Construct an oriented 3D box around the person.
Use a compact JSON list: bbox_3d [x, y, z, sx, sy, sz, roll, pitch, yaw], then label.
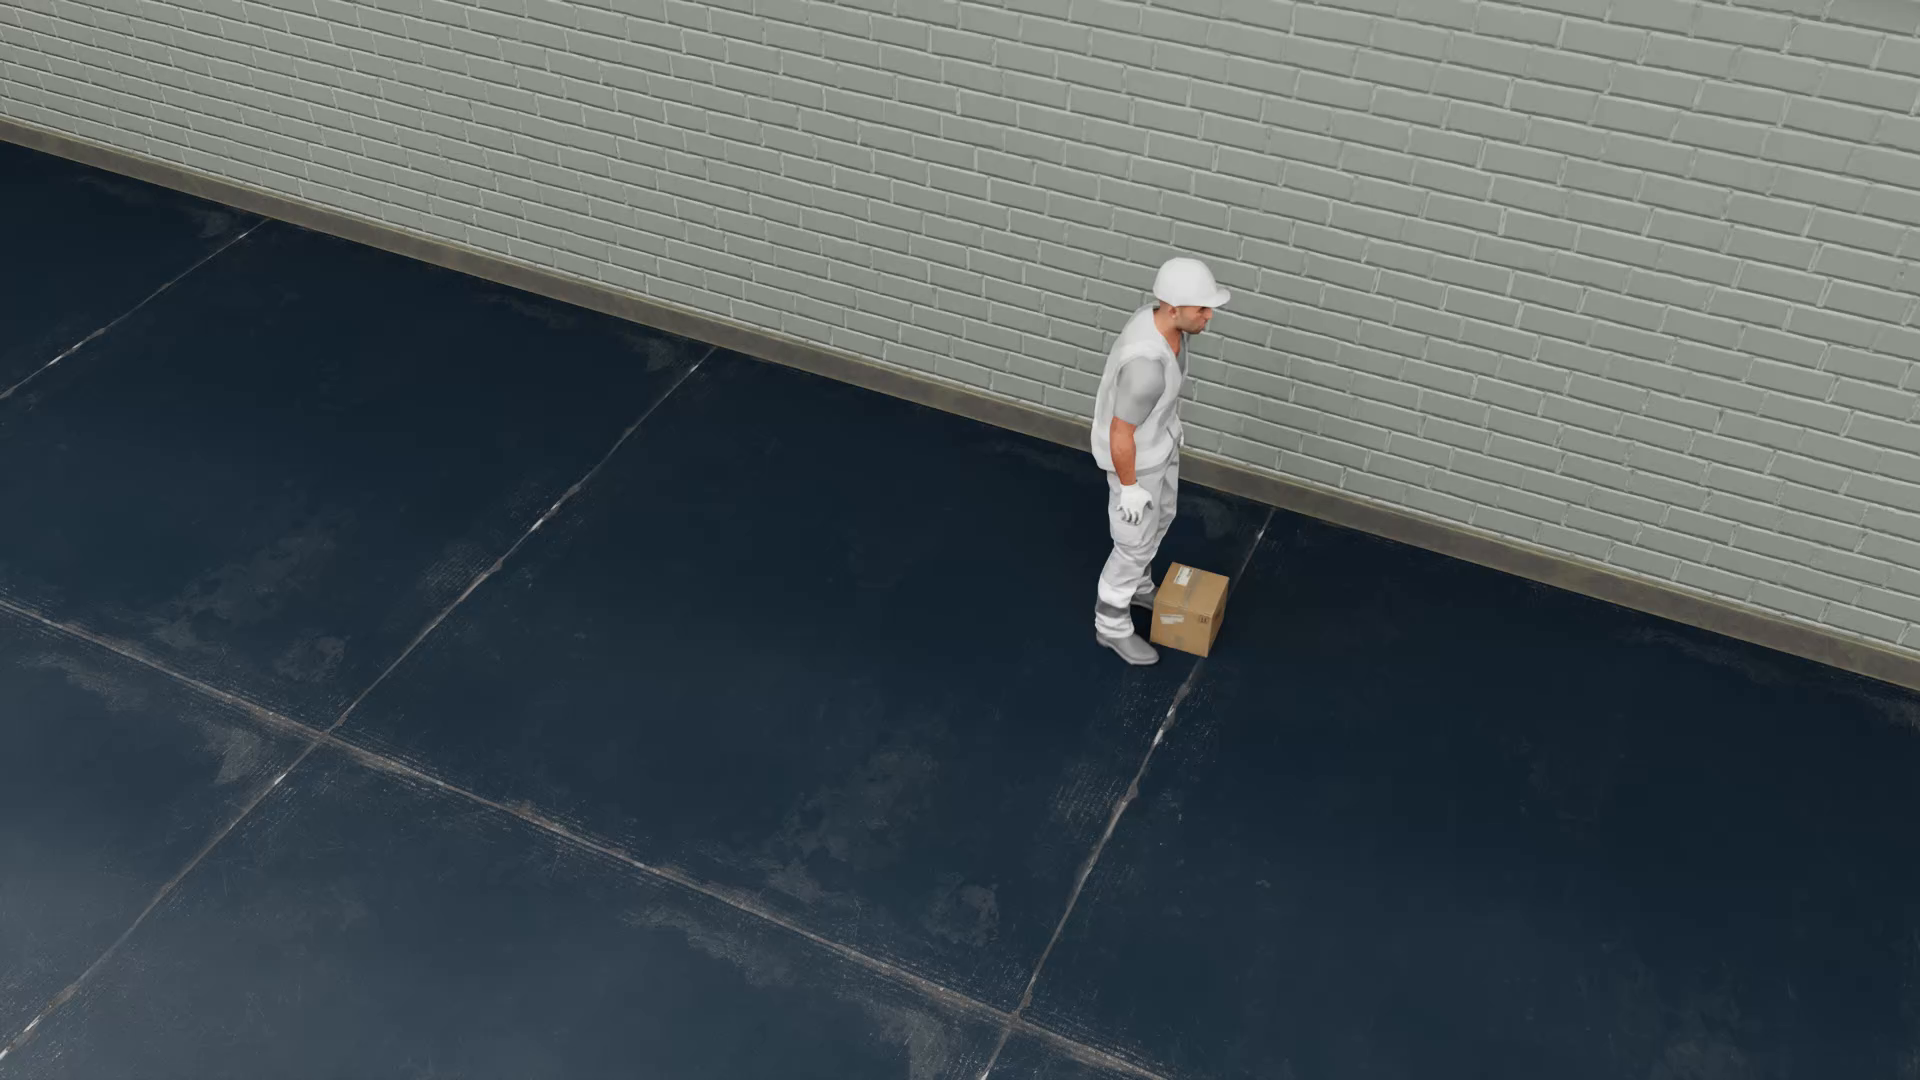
[{"bbox_3d":[0.748,-0.330,6.522,0.454,1.777,0.606,15,44,17],"label":"person"}]
